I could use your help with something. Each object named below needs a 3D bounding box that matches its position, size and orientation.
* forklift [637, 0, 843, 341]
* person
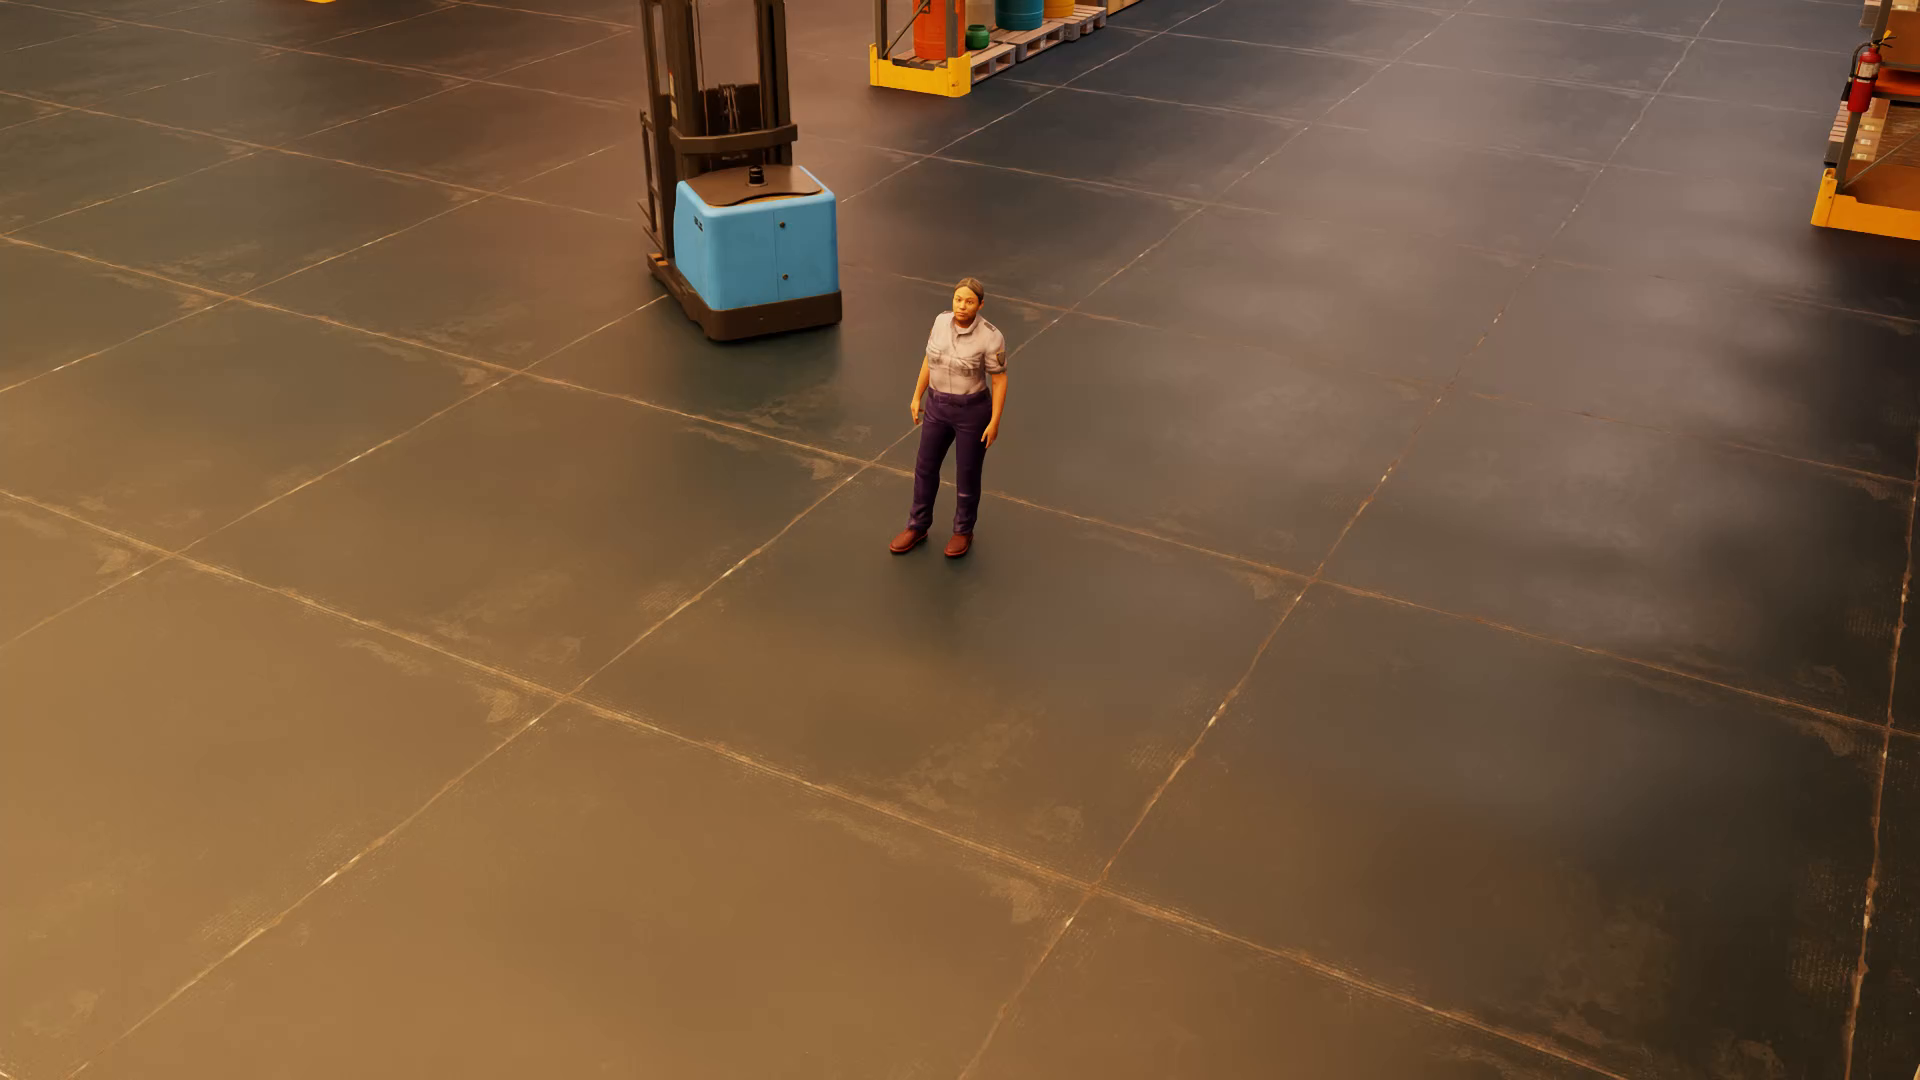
[{"bbox_3d":[-1.957,-3.478,13.097,1.130,2.935,3.031,-12,32,-20],"label":"forklift"},{"bbox_3d":[-0.064,-0.682,9.531,0.598,1.643,0.502,15,33,25],"label":"person"}]
